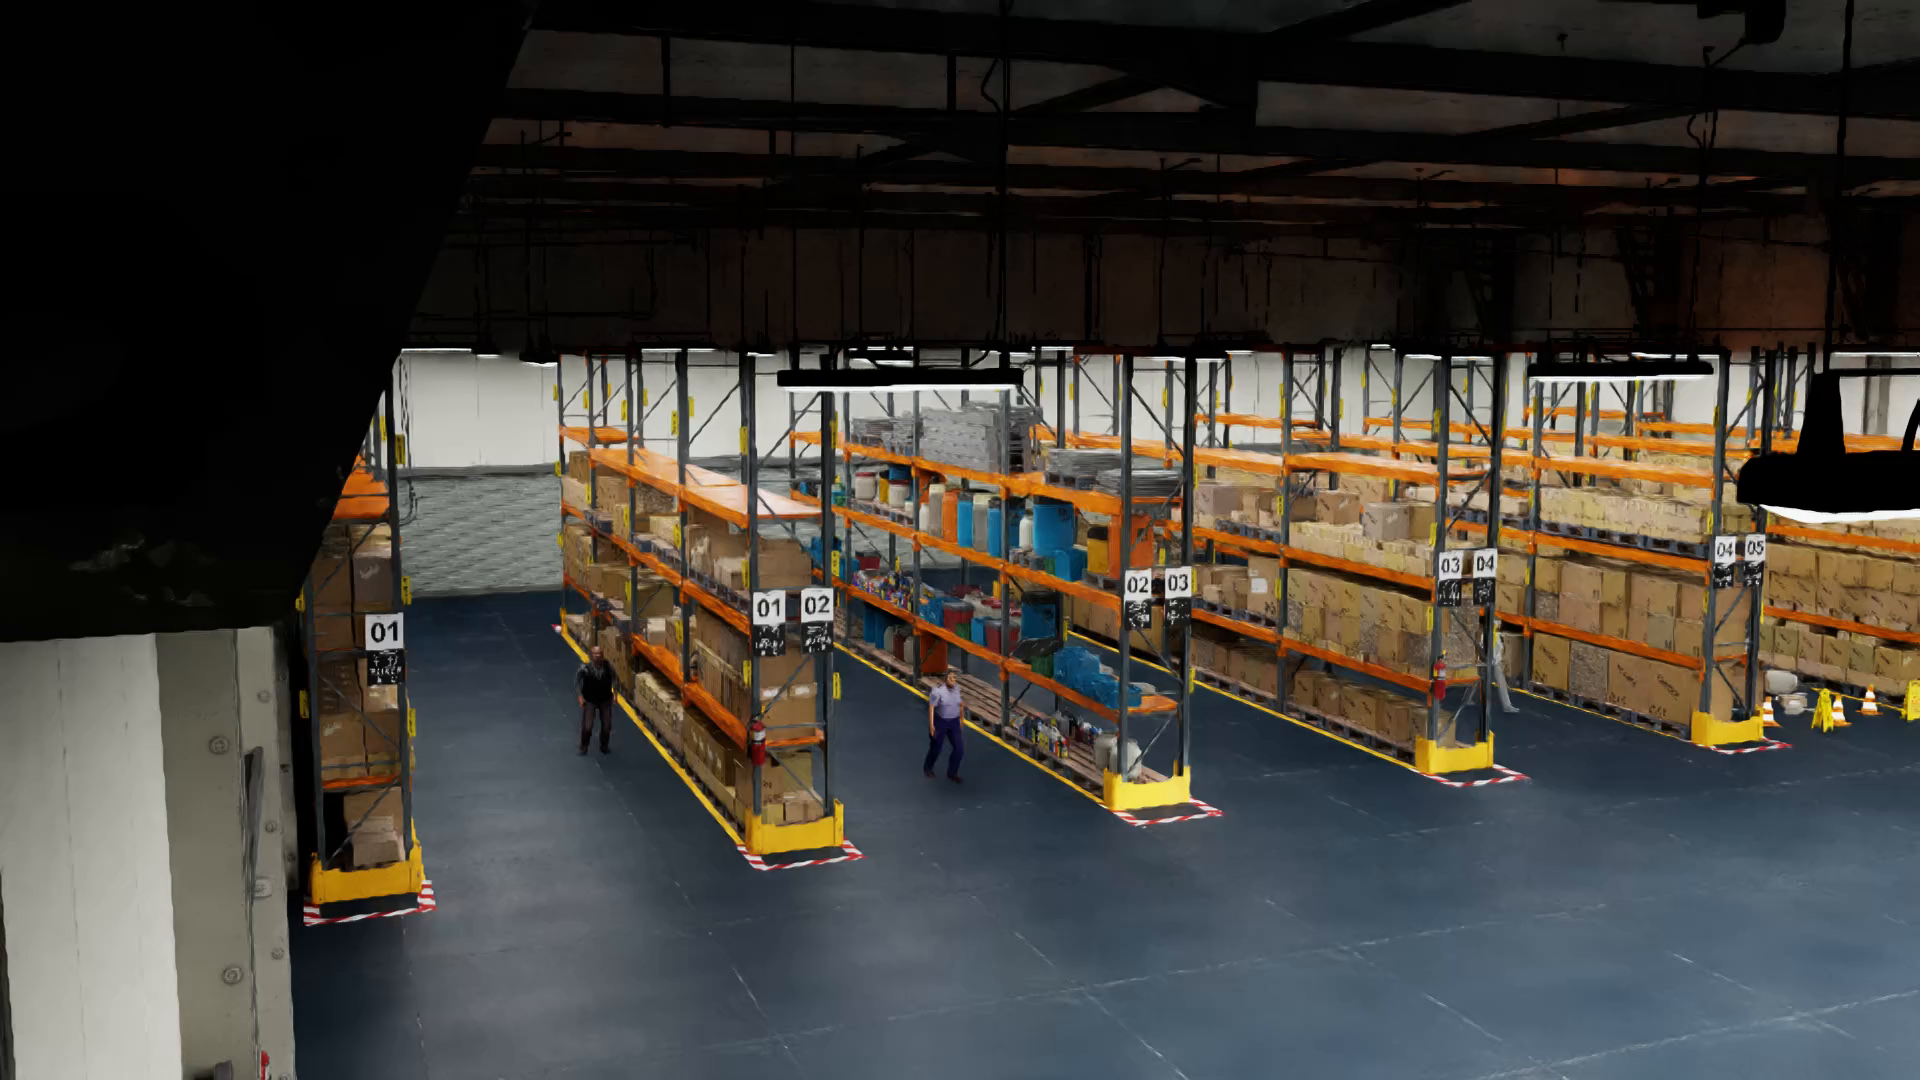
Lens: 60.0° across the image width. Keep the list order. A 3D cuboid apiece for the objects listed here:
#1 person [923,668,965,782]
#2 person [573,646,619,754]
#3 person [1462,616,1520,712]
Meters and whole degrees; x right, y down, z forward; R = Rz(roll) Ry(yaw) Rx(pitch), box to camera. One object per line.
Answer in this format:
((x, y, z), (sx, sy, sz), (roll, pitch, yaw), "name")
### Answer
((-0.242, 2.571, 23.418), (0.608, 1.612, 0.664), (-4, 8, -30), "person")
((-5.403, 2.377, 24.729), (0.677, 1.671, 0.534), (-3, 8, -23), "person")
((8.801, 2.027, 27.584), (0.455, 1.589, 1.090), (-3, 8, -24), "person")
